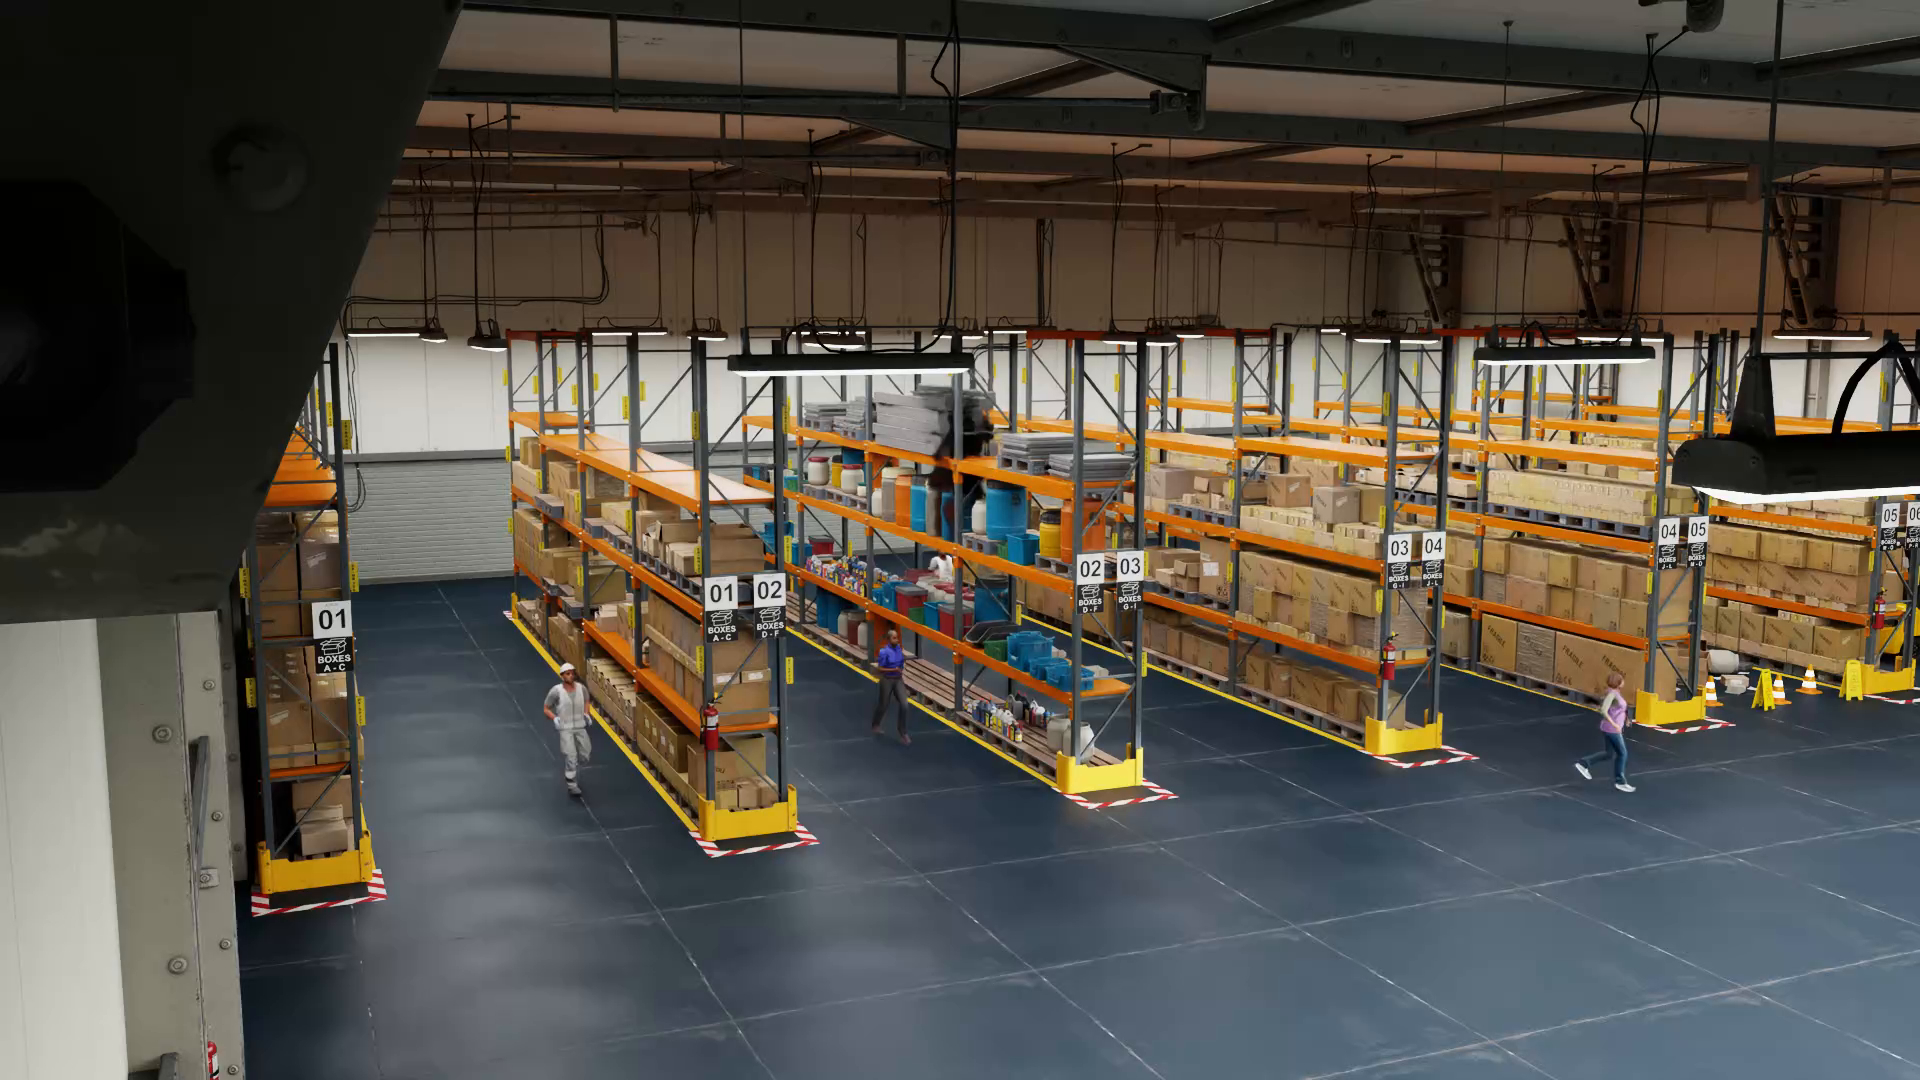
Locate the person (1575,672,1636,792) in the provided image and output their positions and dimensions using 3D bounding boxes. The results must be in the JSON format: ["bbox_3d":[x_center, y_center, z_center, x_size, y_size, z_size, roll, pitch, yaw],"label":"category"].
[{"bbox_3d":[8.643,2.549,22.181,0.781,1.600,0.545,3,8,19],"label":"person"}]

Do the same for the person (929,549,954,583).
[{"bbox_3d":[-0.284,0.921,33.356,0.667,1.737,0.605,-6,10,-36],"label":"person"}]

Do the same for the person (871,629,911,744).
[{"bbox_3d":[-1.026,2.170,24.710,0.519,1.693,0.828,-5,9,-34],"label":"person"}]

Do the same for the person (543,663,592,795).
[{"bbox_3d":[-5.170,2.485,22.020,0.653,1.736,0.621,-5,9,-34],"label":"person"}]
